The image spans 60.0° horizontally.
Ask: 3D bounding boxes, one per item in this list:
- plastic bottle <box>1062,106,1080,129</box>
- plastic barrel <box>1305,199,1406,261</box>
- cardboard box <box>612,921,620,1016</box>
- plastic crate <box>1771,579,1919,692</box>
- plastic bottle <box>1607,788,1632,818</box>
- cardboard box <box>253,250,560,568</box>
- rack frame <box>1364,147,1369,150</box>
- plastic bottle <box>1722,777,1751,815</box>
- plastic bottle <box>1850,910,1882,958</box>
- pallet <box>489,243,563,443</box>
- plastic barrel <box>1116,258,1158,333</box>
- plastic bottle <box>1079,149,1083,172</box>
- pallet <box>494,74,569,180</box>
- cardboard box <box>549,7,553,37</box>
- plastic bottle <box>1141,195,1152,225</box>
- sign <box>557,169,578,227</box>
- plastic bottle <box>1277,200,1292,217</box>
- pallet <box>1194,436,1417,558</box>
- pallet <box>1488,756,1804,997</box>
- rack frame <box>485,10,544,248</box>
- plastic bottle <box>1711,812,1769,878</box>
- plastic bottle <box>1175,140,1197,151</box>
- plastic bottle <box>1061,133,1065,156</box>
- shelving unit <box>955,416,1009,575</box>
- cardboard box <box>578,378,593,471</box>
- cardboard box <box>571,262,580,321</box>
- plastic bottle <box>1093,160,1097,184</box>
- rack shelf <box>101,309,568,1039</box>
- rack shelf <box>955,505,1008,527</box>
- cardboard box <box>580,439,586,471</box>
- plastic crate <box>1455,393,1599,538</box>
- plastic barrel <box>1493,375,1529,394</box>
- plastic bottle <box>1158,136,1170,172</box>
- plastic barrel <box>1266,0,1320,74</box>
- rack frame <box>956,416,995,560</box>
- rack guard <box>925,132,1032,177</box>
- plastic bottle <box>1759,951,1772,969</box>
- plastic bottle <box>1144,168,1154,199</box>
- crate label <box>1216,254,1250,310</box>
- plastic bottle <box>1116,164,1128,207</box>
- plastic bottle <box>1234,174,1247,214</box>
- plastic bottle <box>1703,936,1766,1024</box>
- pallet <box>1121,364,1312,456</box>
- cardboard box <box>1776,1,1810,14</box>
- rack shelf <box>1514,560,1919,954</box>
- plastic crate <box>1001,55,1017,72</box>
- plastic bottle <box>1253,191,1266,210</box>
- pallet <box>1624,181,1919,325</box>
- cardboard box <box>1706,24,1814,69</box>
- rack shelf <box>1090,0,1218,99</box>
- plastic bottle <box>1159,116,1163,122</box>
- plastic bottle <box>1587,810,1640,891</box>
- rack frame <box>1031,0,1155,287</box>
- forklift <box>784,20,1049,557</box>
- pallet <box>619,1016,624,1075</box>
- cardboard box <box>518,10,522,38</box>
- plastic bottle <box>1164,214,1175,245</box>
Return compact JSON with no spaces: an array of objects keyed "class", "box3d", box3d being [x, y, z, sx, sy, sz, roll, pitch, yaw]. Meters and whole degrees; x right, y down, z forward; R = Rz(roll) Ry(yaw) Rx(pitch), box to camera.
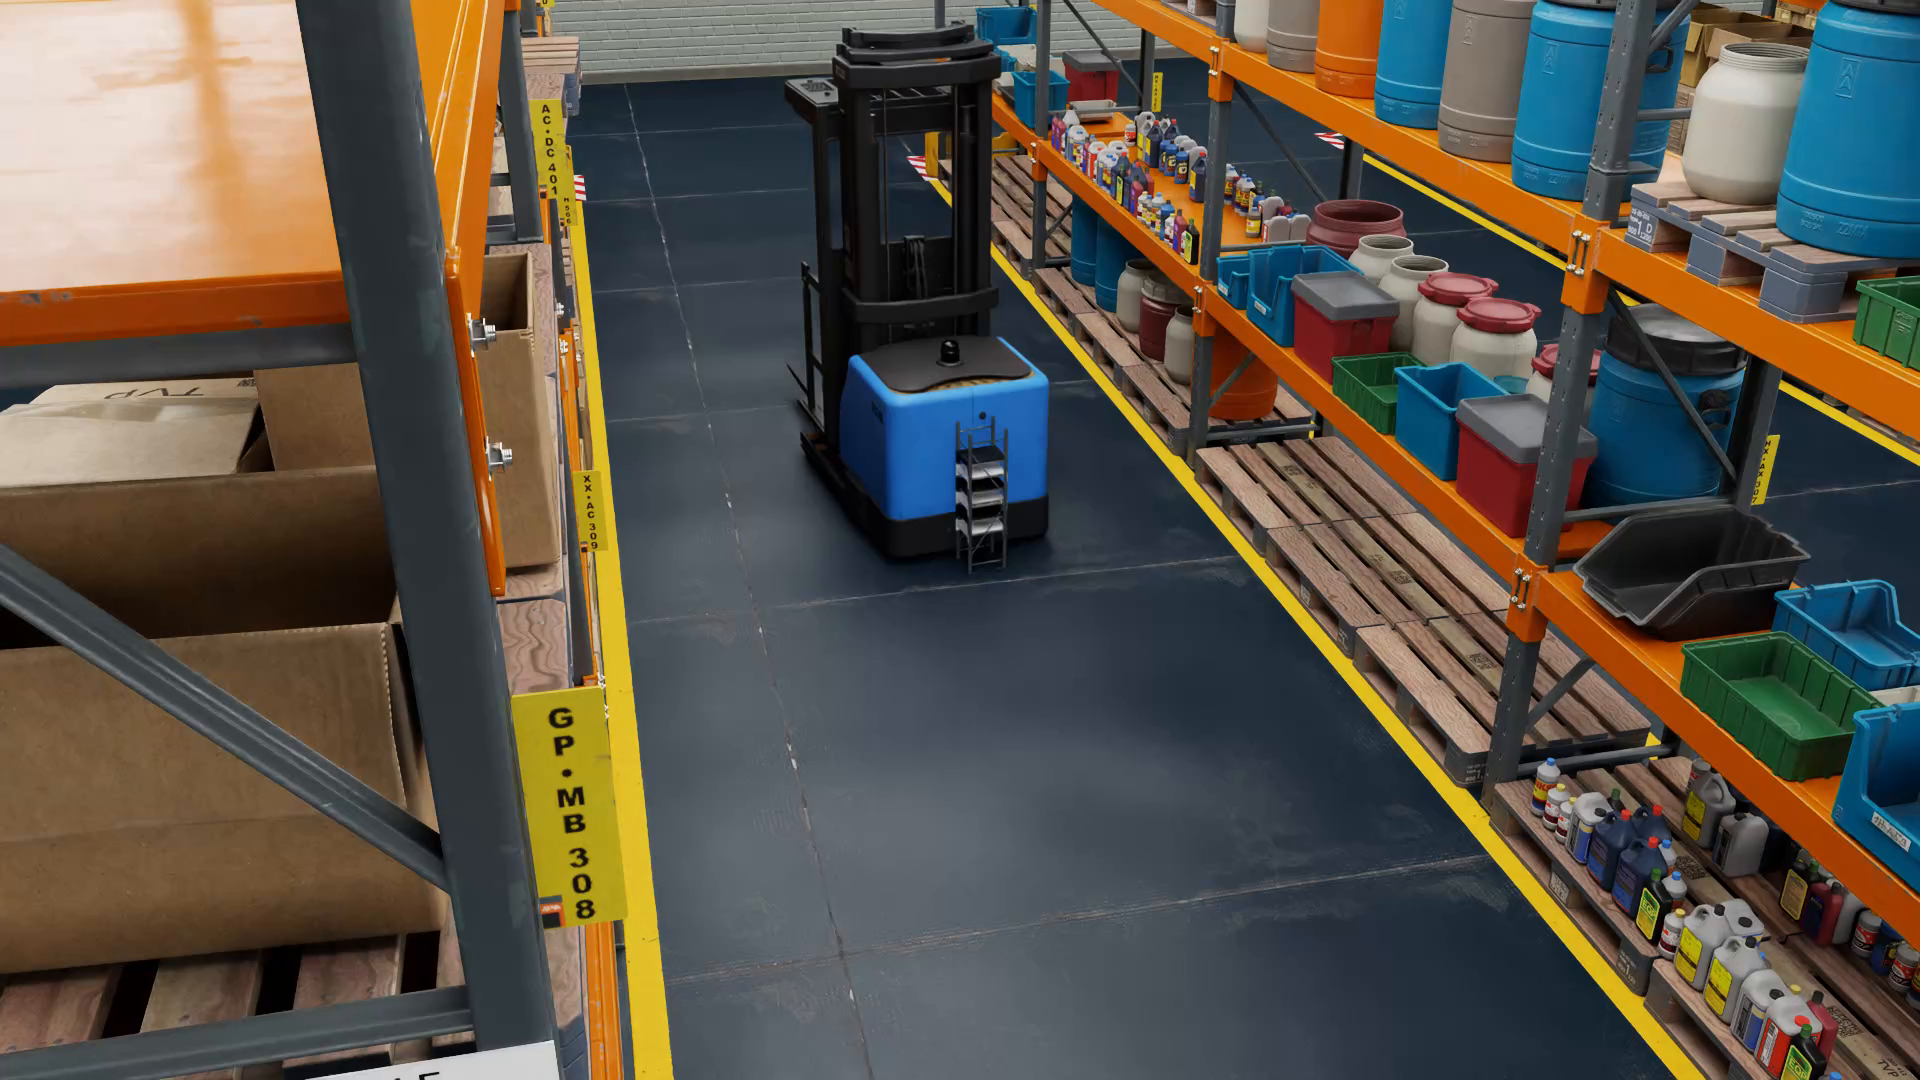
[{"class":"plastic bottle","box3d":[0.906,-3.411,13.734,0.144,0.351,0.185,-6,27,-12]},{"class":"plastic barrel","box3d":[2.435,-1.770,10.277,0.600,0.536,0.708,-6,27,-12]},{"class":"cardboard box","box3d":[-1.573,1.597,6.343,0.500,0.250,0.500,-6,27,-12]},{"class":"plastic crate","box3d":[3.450,0.399,6.296,0.499,0.251,0.616,-6,27,-12]},{"class":"plastic bottle","box3d":[2.784,1.203,7.065,0.061,0.283,0.133,-6,27,-12]},{"class":"cardboard box","box3d":[-1.097,-0.259,3.373,0.500,0.500,0.500,-6,27,-12]},{"class":"rack frame","box3d":[5.058,-5.897,18.605,1.000,3.000,0.127,-6,27,-12]},{"class":"plastic bottle","box3d":[3.362,1.113,7.167,0.144,0.351,0.185,-7,28,-13]},{"class":"plastic bottle","box3d":[3.565,1.527,6.513,0.097,0.201,0.097,0,27,0]},{"class":"pallet","box3d":[-1.673,-0.553,4.785,1.003,0.211,1.213,-6,27,-12]},{"class":"plastic barrel","box3d":[1.439,-1.907,12.993,0.421,0.512,0.421,0,27,0]},{"class":"plastic bottle","box3d":[0.993,-3.008,13.101,0.097,0.201,0.097,0,27,0]},{"class":"pallet","box3d":[-2.297,-1.856,7.479,1.003,0.211,1.213,-5,27,-9]},{"class":"cardboard box","box3d":[-3.875,-4.542,14.699,0.500,0.500,0.500,-5,27,-10]},{"class":"plastic bottle","box3d":[1.336,-2.338,11.774,0.097,0.201,0.097,0,27,0]},{"class":"sign","box3d":[-2.252,-1.955,9.510,0.100,0.325,0.005,-6,27,-12]},{"class":"plastic bottle","box3d":[2.223,-2.202,11.413,0.061,0.283,0.133,-6,27,-12]},{"class":"pallet","box3d":[2.172,-0.293,10.597,1.003,0.211,1.213,-6,27,-12]},{"class":"pallet","box3d":[3.047,1.418,7.207,1.003,0.211,1.213,-6,27,-12]},{"class":"rack frame","box3d":[-1.890,-2.303,4.826,1.000,3.000,0.127,-6,27,-12]},{"class":"plastic bottle","box3d":[3.267,1.257,6.965,0.152,0.276,0.135,-6,27,-12]},{"class":"plastic bottle","box3d":[1.764,-3.002,13.006,0.152,0.276,0.135,-6,27,-12]},{"class":"plastic bottle","box3d":[0.874,-3.238,13.556,0.097,0.201,0.097,0,27,0]},{"class":"shelving unit","box3d":[0.126,-0.258,9.763,0.258,0.900,0.210,-9,28,-18]},{"class":"cardboard box","box3d":[-2.616,-0.690,10.574,0.500,0.500,0.500,-5,27,-9]},{"class":"cardboard box","box3d":[-3.200,-1.812,12.797,0.500,0.500,0.500,-6,27,-11]},{"class":"plastic bottle","box3d":[1.075,-2.847,12.783,0.097,0.201,0.097,0,27,0]},{"class":"rack shelf","box3d":[-1.440,0.235,3.924,1.077,0.370,4.000,-6,27,-12]},{"class":"rack shelf","box3d":[0.126,-0.148,9.819,0.258,0.077,0.200,-9,28,-18]},{"class":"cardboard box","box3d":[-2.434,-0.386,9.649,0.500,0.311,0.500,-5,27,-10]},{"class":"plastic crate","box3d":[2.529,-0.336,7.516,0.402,0.464,0.583,-6,27,-12]},{"class":"plastic barrel","box3d":[2.788,-0.661,8.384,0.301,0.262,0.301,0,27,0]},{"class":"plastic bottle","box3d":[1.616,-3.038,13.083,0.097,0.271,0.097,0,27,0]},{"class":"plastic barrel","box3d":[2.009,-3.062,9.103,0.600,0.901,0.600,0,27,0]},{"class":"rack frame","box3d":[0.091,-0.301,9.848,0.240,0.900,0.006,-9,28,-18]},{"class":"rack guard","box3d":[0.214,-4.287,18.190,1.175,0.500,0.348,-6,27,-12]},{"class":"plastic bottle","box3d":[3.002,1.643,6.283,0.097,0.201,0.097,0,27,0]},{"class":"plastic bottle","box3d":[1.369,-2.562,12.126,0.061,0.283,0.133,-6,27,-12]},{"class":"crate label","box3d":[1.765,-1.584,10.246,0.303,0.233,0.416,-6,27,-12]},{"class":"plastic bottle","box3d":[1.199,-2.606,12.213,0.061,0.283,0.133,-6,27,-12]},{"class":"plastic bottle","box3d":[2.045,-2.507,12.031,0.097,0.271,0.097,0,27,0]},{"class":"plastic bottle","box3d":[2.894,1.608,6.187,0.144,0.351,0.185,-5,27,-9]},{"class":"pallet","box3d":[1.817,-0.979,11.956,1.003,0.211,1.213,-6,27,-12]},{"class":"cardboard box","box3d":[9.745,-6.309,18.979,0.500,0.500,0.500,-5,27,-9]},{"class":"rack shelf","box3d":[3.387,1.073,5.593,1.077,0.370,4.000,-6,27,-12]},{"class":"plastic crate","box3d":[0.331,-4.495,15.945,0.416,0.233,0.300,-6,27,-12]},{"class":"plastic bottle","box3d":[2.089,-2.298,11.617,0.097,0.271,0.097,0,27,0]},{"class":"pallet","box3d":[3.194,-1.074,5.930,1.213,0.211,1.003,-6,27,-12]},{"class":"cardboard box","box3d":[6.410,-3.780,13.186,0.797,0.503,0.637,-5,27,-10]},{"class":"rack shelf","box3d":[1.584,-3.778,11.876,1.077,0.370,4.000,-6,27,-12]},{"class":"plastic bottle","box3d":[1.634,-3.349,13.686,0.061,0.283,0.133,-6,27,-12]},{"class":"plastic bottle","box3d":[2.714,1.257,6.883,0.144,0.351,0.185,-5,27,-10]},{"class":"rack frame","box3d":[1.134,-3.638,14.129,1.000,3.000,0.127,-6,27,-12]},{"class":"forklift","box3d":[-0.445,-1.851,10.664,1.130,2.935,3.031,-9,28,-18]},{"class":"pallet","box3d":[-1.752,1.973,6.106,1.003,0.211,1.213,-6,27,-12]},{"class":"cardboard box","box3d":[-2.923,-2.953,9.331,0.910,0.500,0.500,-6,27,-12]},{"class":"plastic bottle","box3d":[1.446,-2.124,11.350,0.097,0.201,0.097,0,27,0]}]
